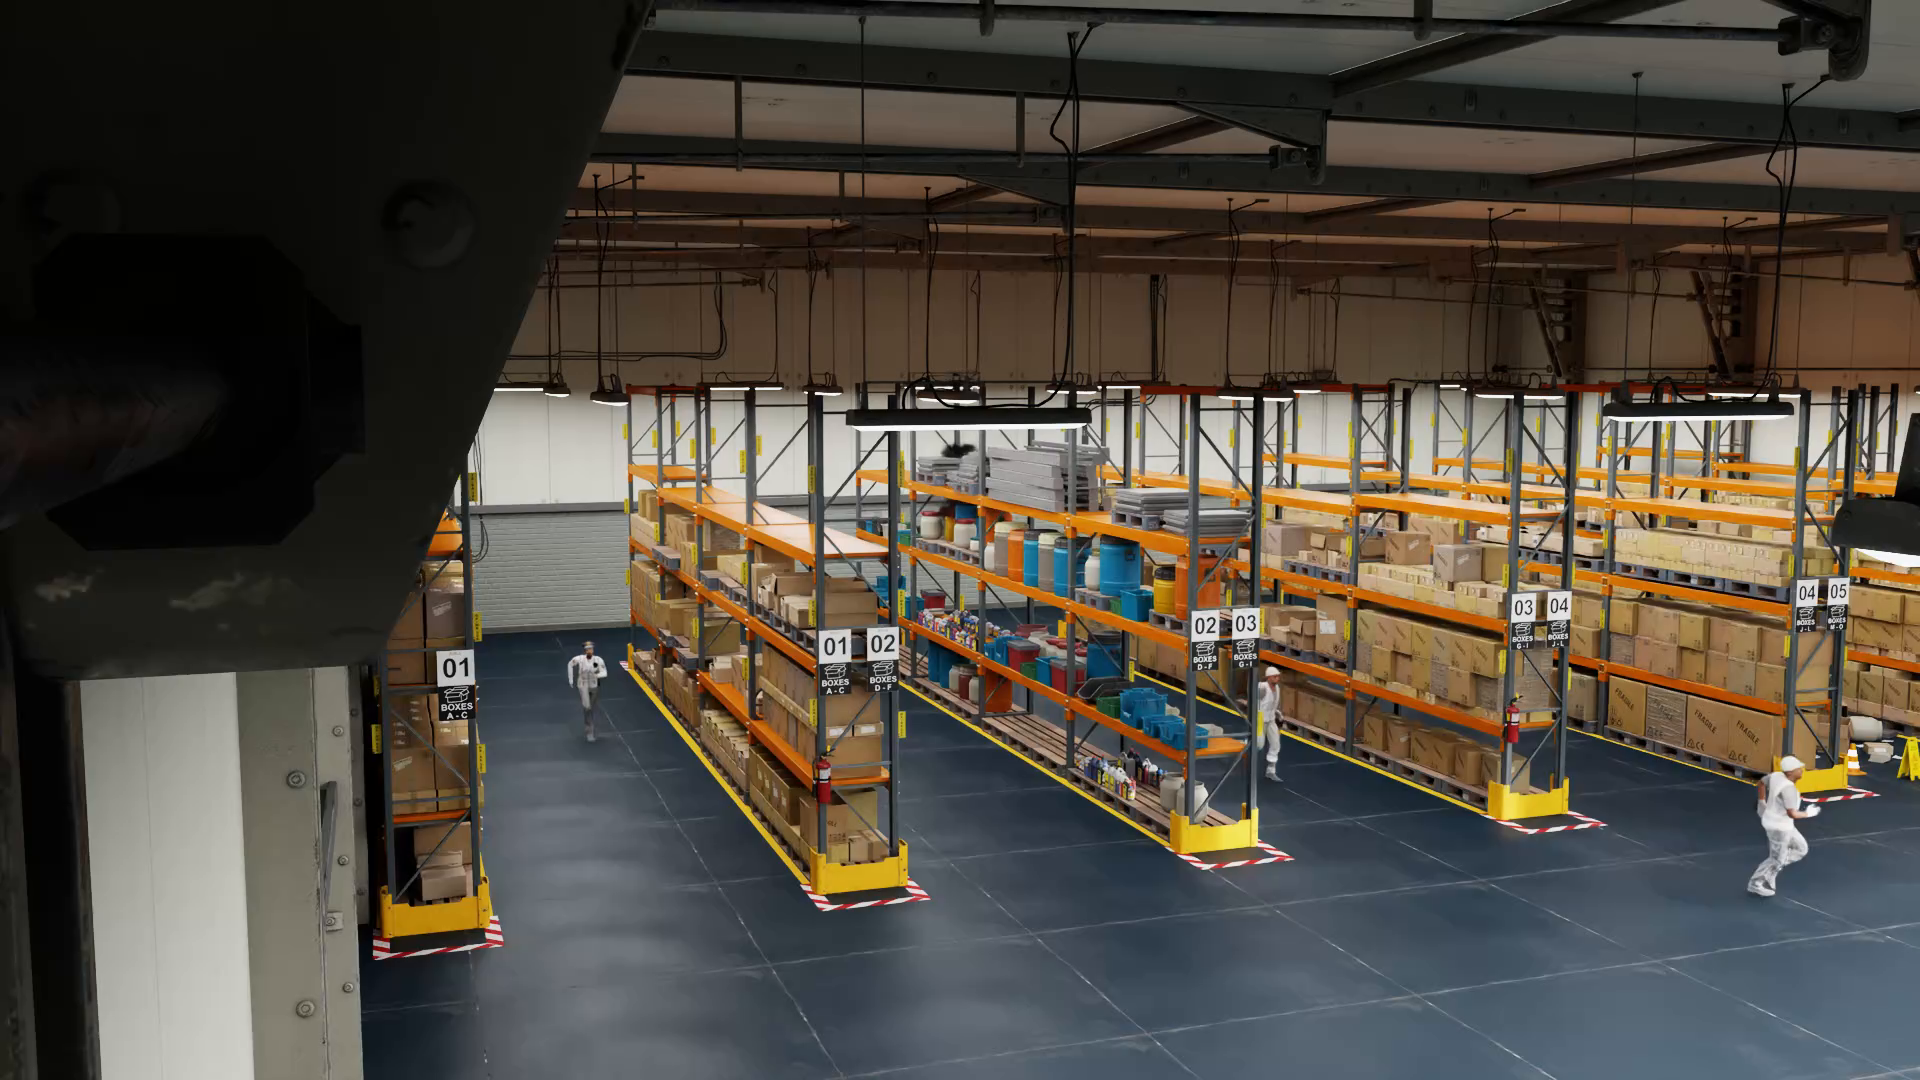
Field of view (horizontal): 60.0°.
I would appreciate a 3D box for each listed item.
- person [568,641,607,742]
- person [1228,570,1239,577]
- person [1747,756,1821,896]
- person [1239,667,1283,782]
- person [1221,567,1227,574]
[{"bbox_3d":[-6.382,2.561,28.506,0.621,1.727,0.829,-2,6,-19],"label":"person"},{"bbox_3d":[6.650,1.350,41.166,0.537,1.521,0.627,-2,6,-17],"label":"person"},{"bbox_3d":[9.828,3.411,19.813,0.728,1.722,0.726,2,6,19],"label":"person"},{"bbox_3d":[4.686,2.817,25.837,0.664,1.768,0.949,-4,7,-34],"label":"person"},{"bbox_3d":[6.236,1.419,40.069,0.538,1.533,0.582,3,6,23],"label":"person"}]
